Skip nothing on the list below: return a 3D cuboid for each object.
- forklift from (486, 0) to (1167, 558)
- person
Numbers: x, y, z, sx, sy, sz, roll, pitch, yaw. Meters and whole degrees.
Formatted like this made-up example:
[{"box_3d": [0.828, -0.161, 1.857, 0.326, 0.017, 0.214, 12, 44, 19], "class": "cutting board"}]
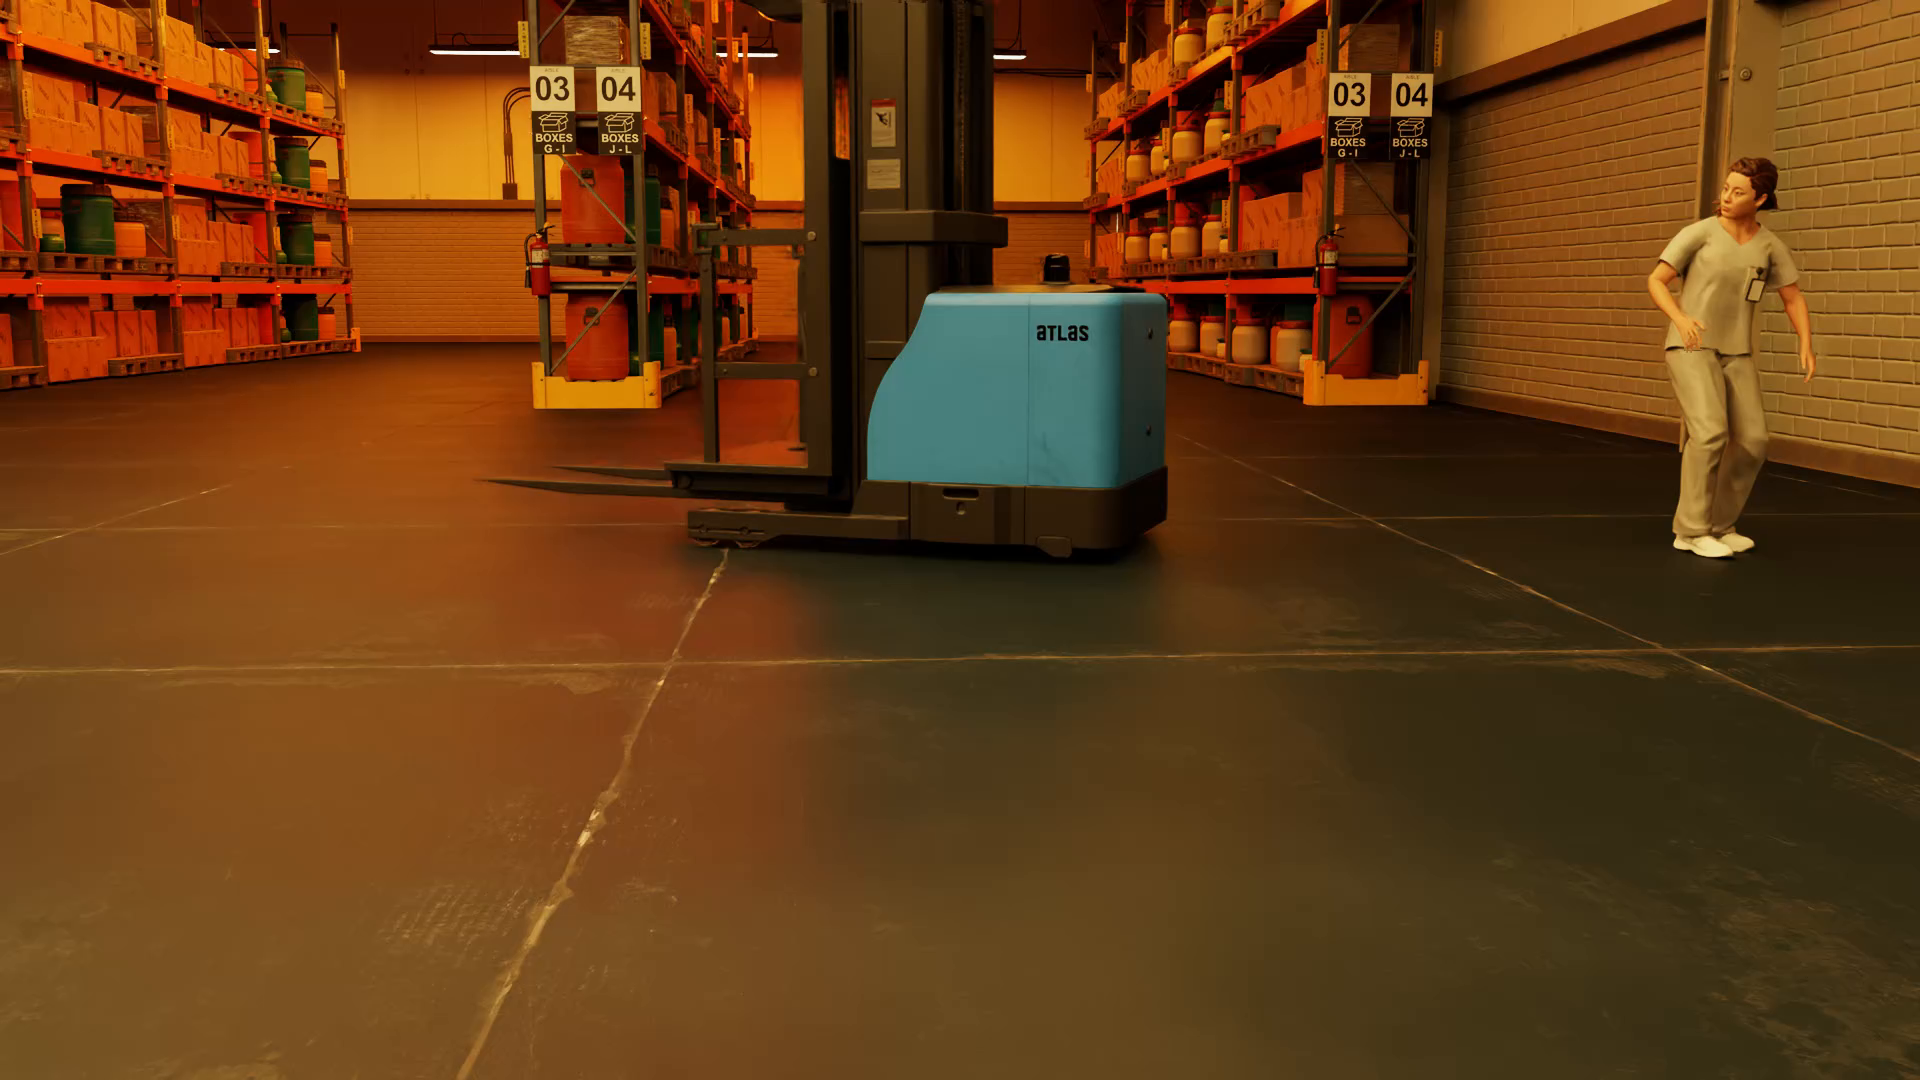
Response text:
[{"box_3d": [-0.649, -1.482, 7.312, 3.031, 2.935, 1.130, 3, 9, 19], "class": "forklift"}, {"box_3d": [3.200, -0.750, 6.880, 0.644, 1.628, 0.472, -1, 9, -8], "class": "person"}]
